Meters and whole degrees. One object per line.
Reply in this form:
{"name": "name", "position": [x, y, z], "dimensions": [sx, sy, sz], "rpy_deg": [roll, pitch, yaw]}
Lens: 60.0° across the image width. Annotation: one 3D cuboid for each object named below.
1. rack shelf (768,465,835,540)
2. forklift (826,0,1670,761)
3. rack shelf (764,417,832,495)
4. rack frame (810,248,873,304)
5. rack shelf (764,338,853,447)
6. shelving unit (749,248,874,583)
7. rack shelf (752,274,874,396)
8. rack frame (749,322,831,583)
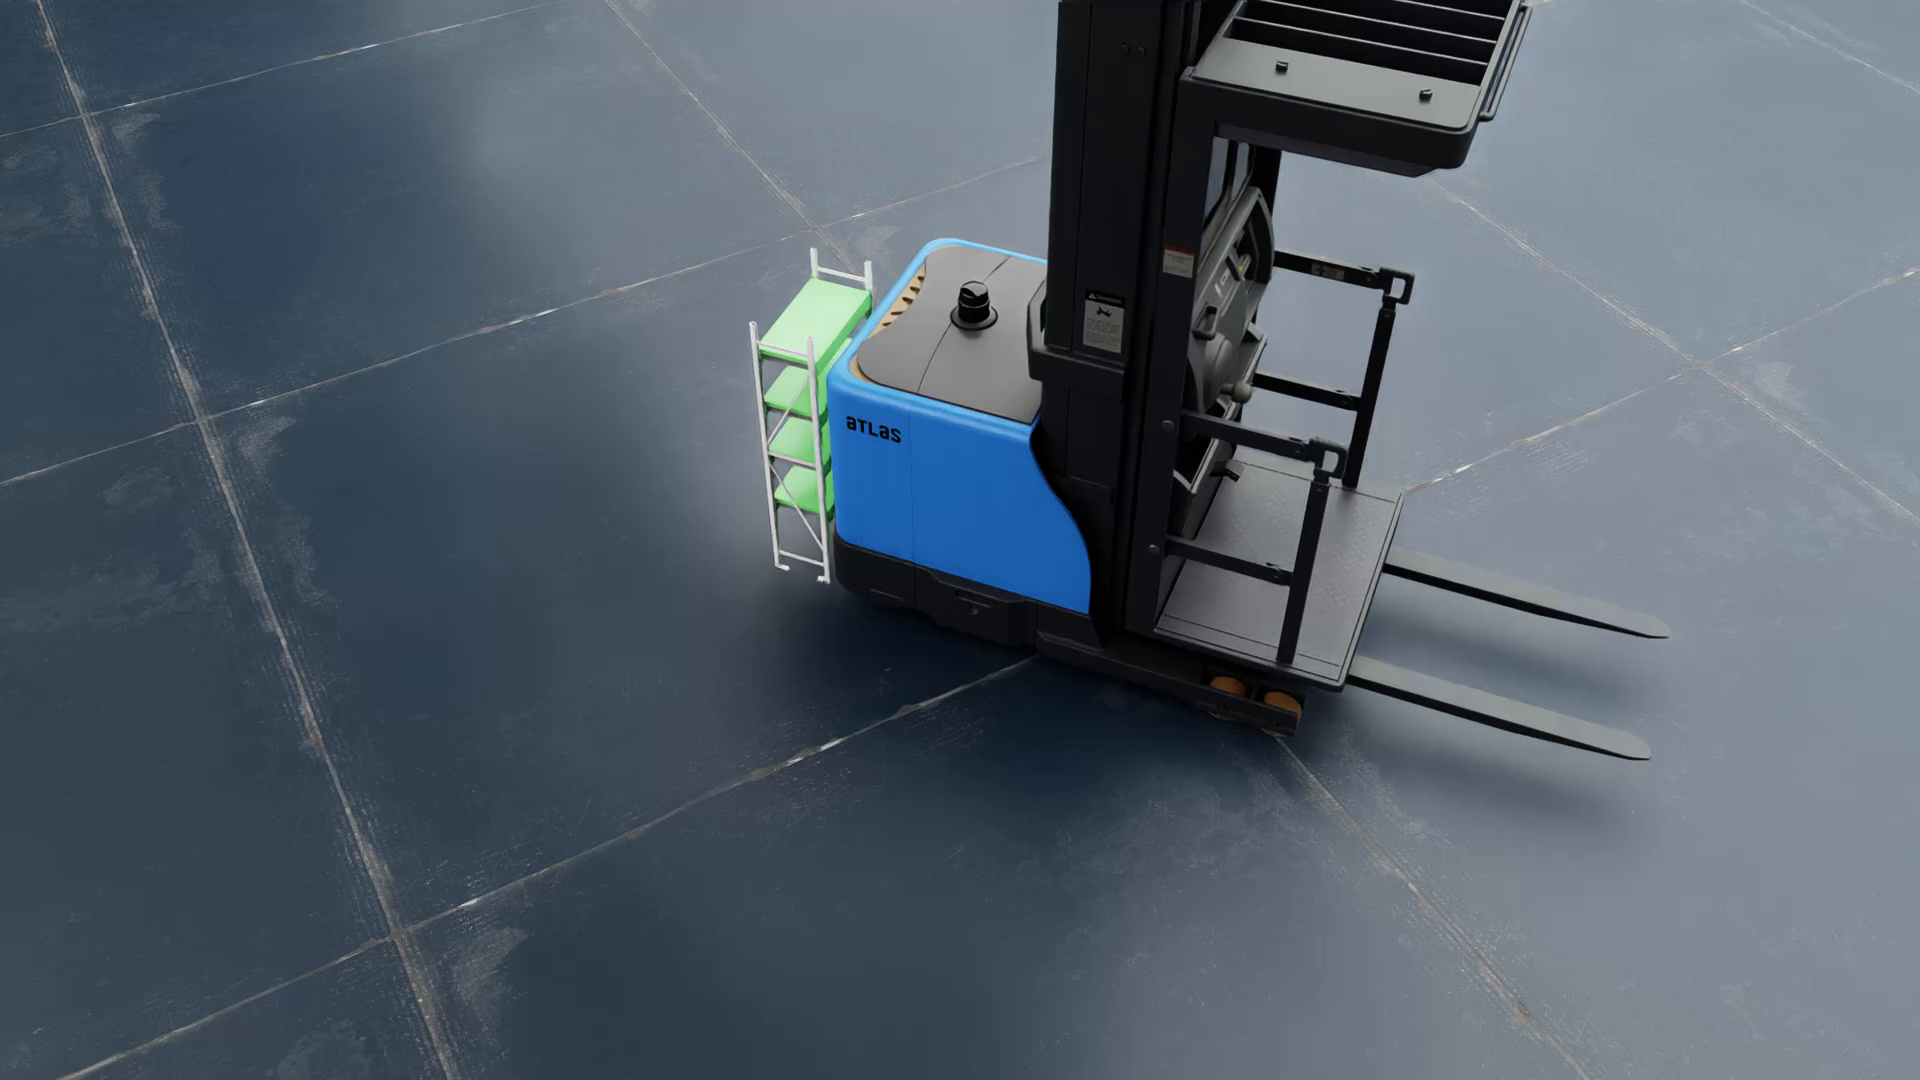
{"name": "rack shelf", "position": [-0.531, -0.237, 6.569], "dimensions": [0.258, 0.148, 0.480], "rpy_deg": [16, 46, 16]}
{"name": "forklift", "position": [1.080, -0.764, 5.433], "dimensions": [3.031, 2.935, 1.130], "rpy_deg": [16, 46, 16]}
{"name": "rack shelf", "position": [-0.531, -0.409, 6.402], "dimensions": [0.258, 0.148, 0.480], "rpy_deg": [16, 46, 16]}
{"name": "rack frame", "position": [-0.439, -0.613, 6.519], "dimensions": [0.240, 1.200, 0.015], "rpy_deg": [16, 46, 16]}
{"name": "rack shelf", "position": [-0.530, -0.581, 6.235], "dimensions": [0.258, 0.148, 0.480], "rpy_deg": [16, 46, 16]}
{"name": "shelving unit", "position": [-0.531, -0.455, 6.357], "dimensions": [0.258, 1.200, 0.503], "rpy_deg": [16, 46, 16]}
{"name": "rack shelf", "position": [-0.530, -0.754, 6.067], "dimensions": [0.258, 0.148, 0.480], "rpy_deg": [16, 46, 16]}
{"name": "rack frame", "position": [-0.622, -0.298, 6.195], "dimensions": [0.240, 1.200, 0.015], "rpy_deg": [16, 46, 16]}
